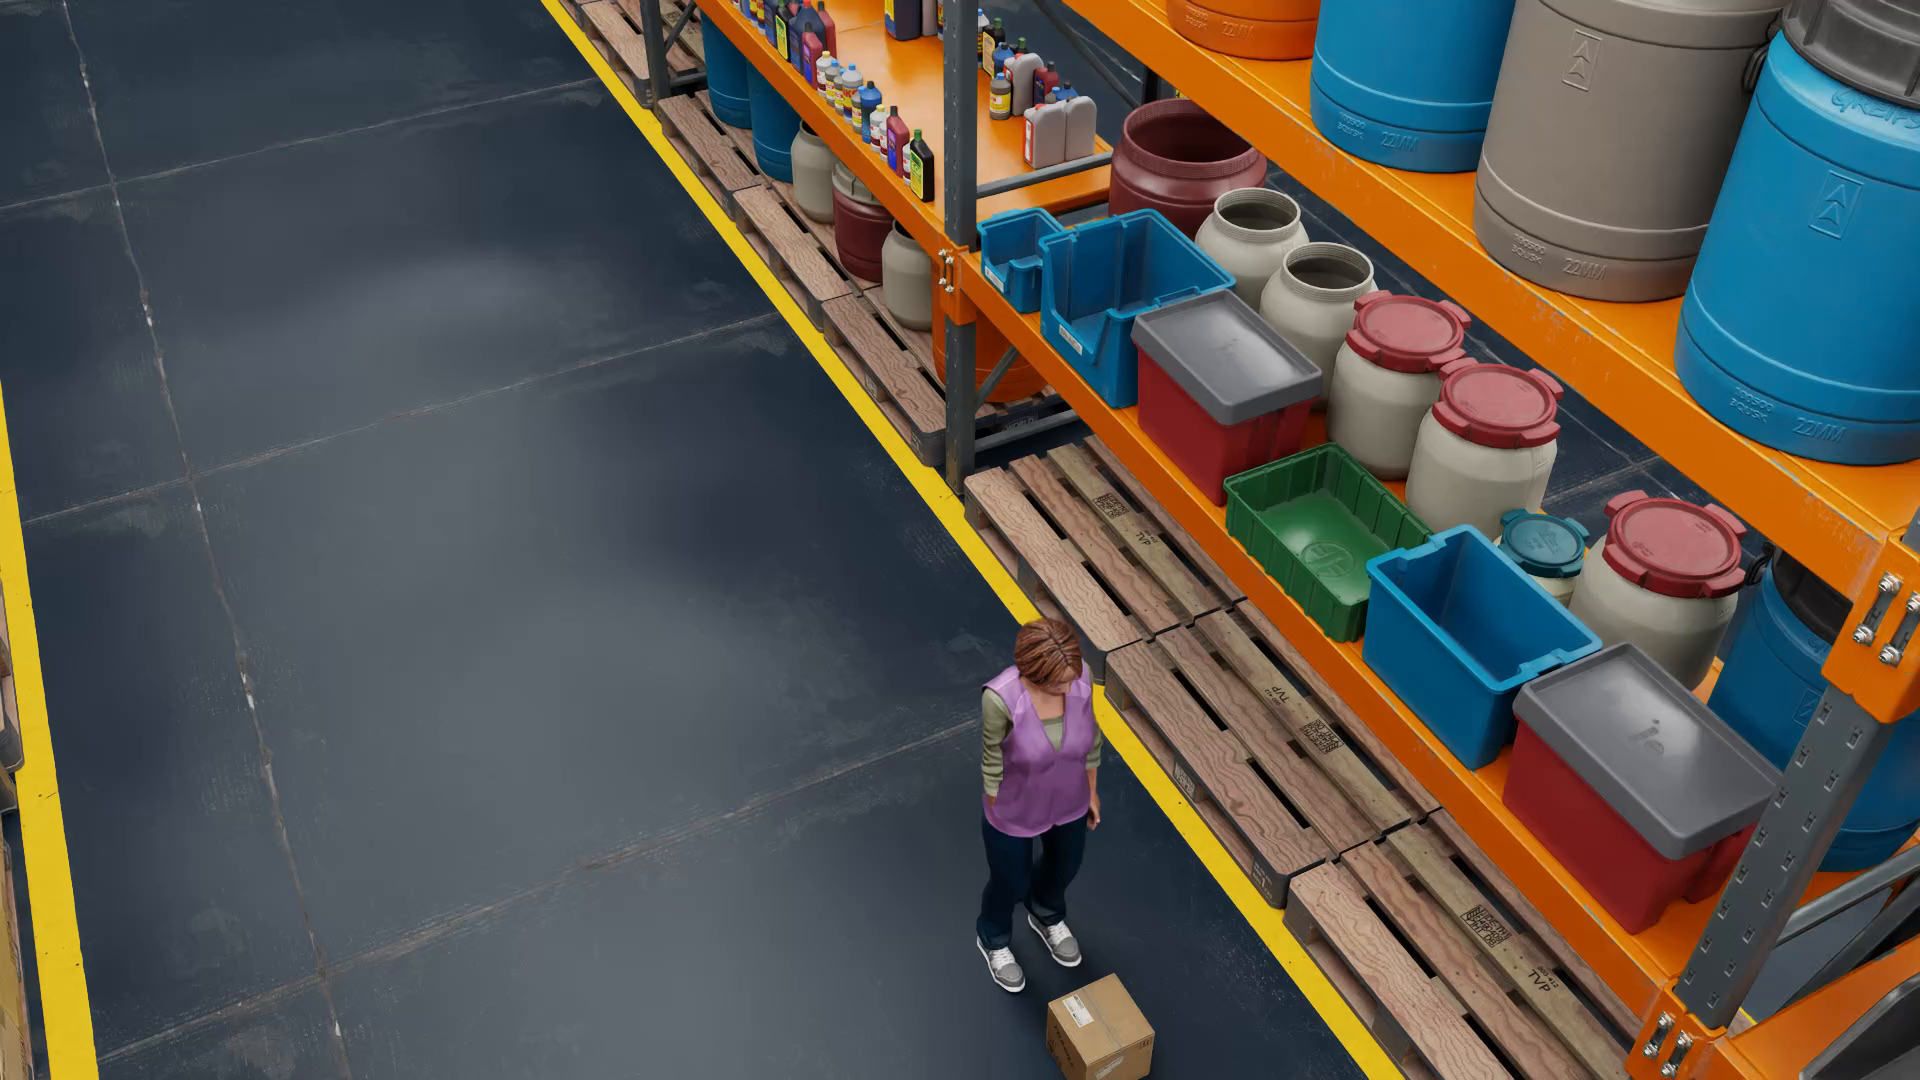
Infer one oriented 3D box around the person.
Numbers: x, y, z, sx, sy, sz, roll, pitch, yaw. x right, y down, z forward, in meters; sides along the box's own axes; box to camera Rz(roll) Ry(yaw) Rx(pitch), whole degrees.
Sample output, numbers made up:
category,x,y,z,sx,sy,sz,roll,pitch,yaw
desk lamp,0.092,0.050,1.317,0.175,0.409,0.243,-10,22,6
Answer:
category,x,y,z,sx,sy,sz,roll,pitch,yaw
person,0.254,0.830,5.256,0.408,1.584,0.299,-18,45,-19
